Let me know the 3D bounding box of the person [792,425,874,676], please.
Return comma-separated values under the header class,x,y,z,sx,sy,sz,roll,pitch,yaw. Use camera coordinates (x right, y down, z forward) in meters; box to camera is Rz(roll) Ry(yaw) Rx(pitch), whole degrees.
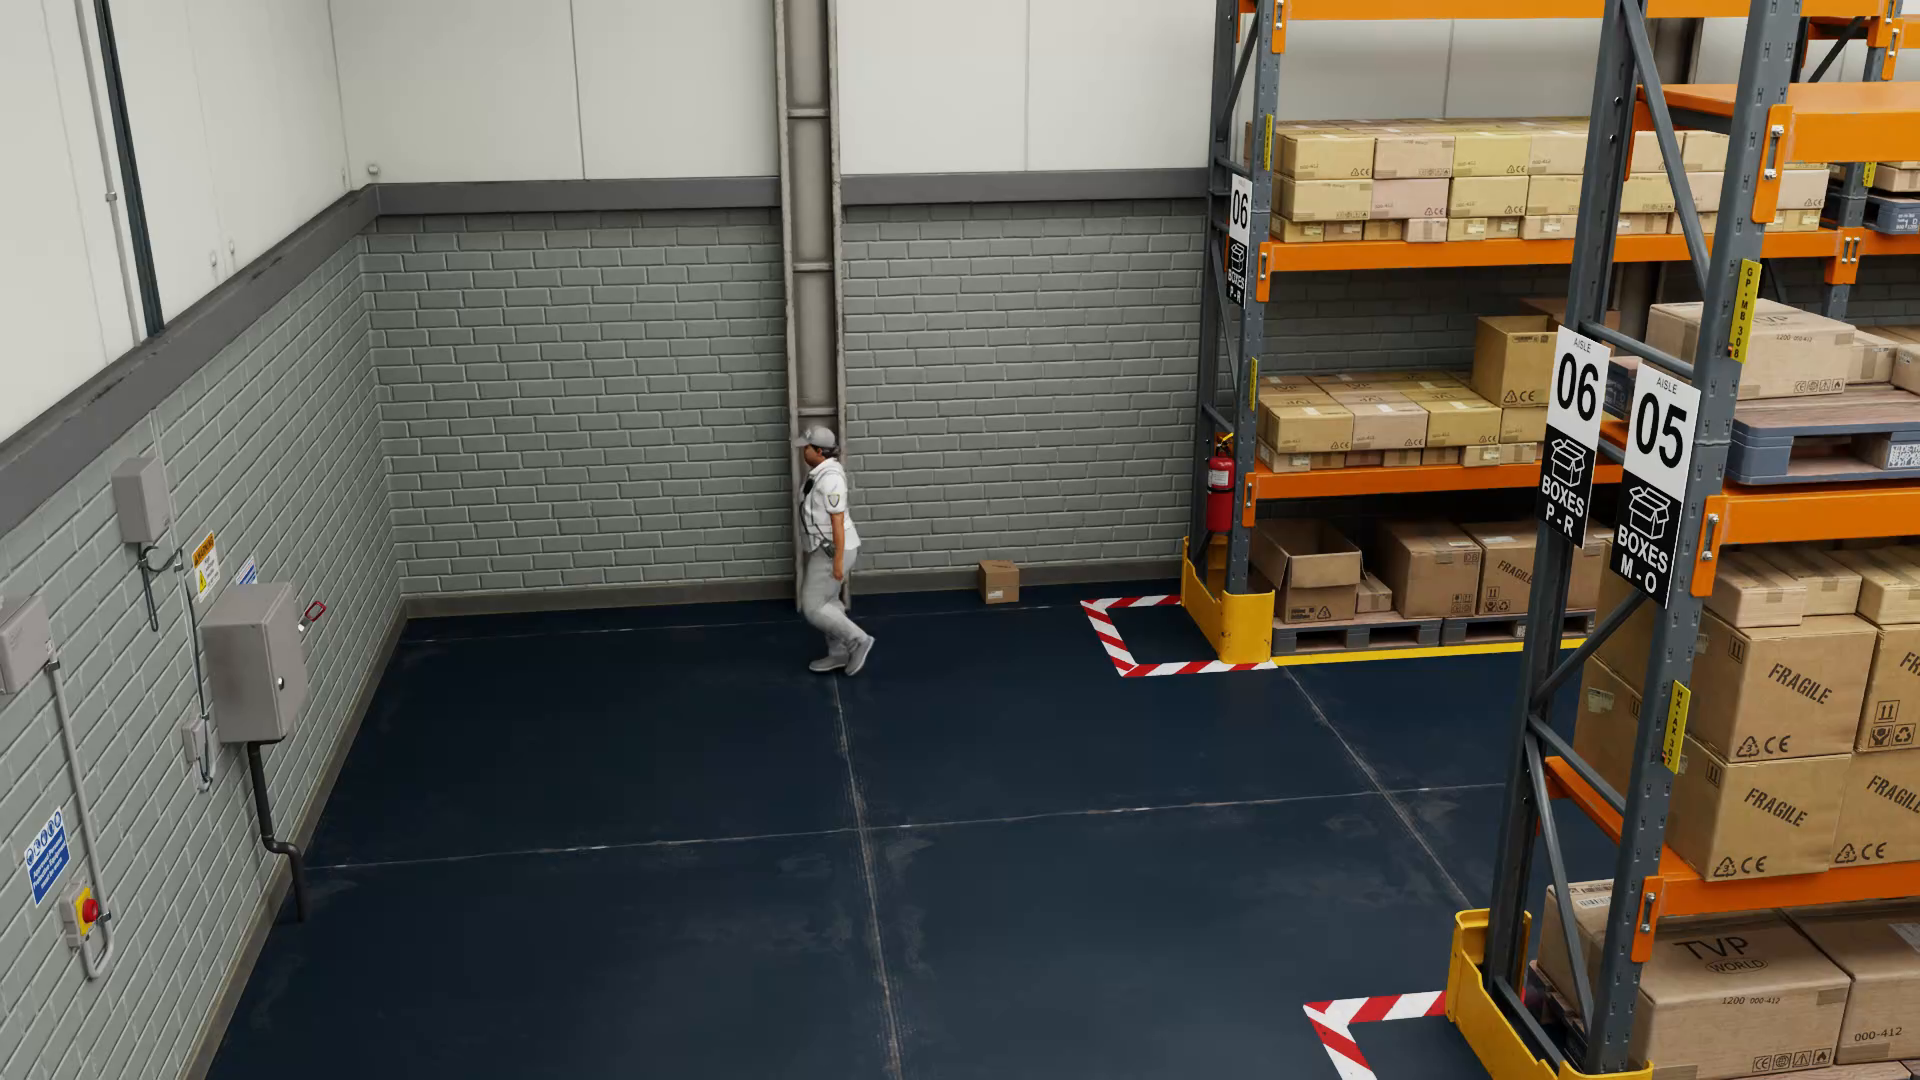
class,x,y,z,sx,sy,sz,roll,pitch,yaw
person,-0.828,0.064,10.835,0.478,1.656,0.516,-4,20,-10
